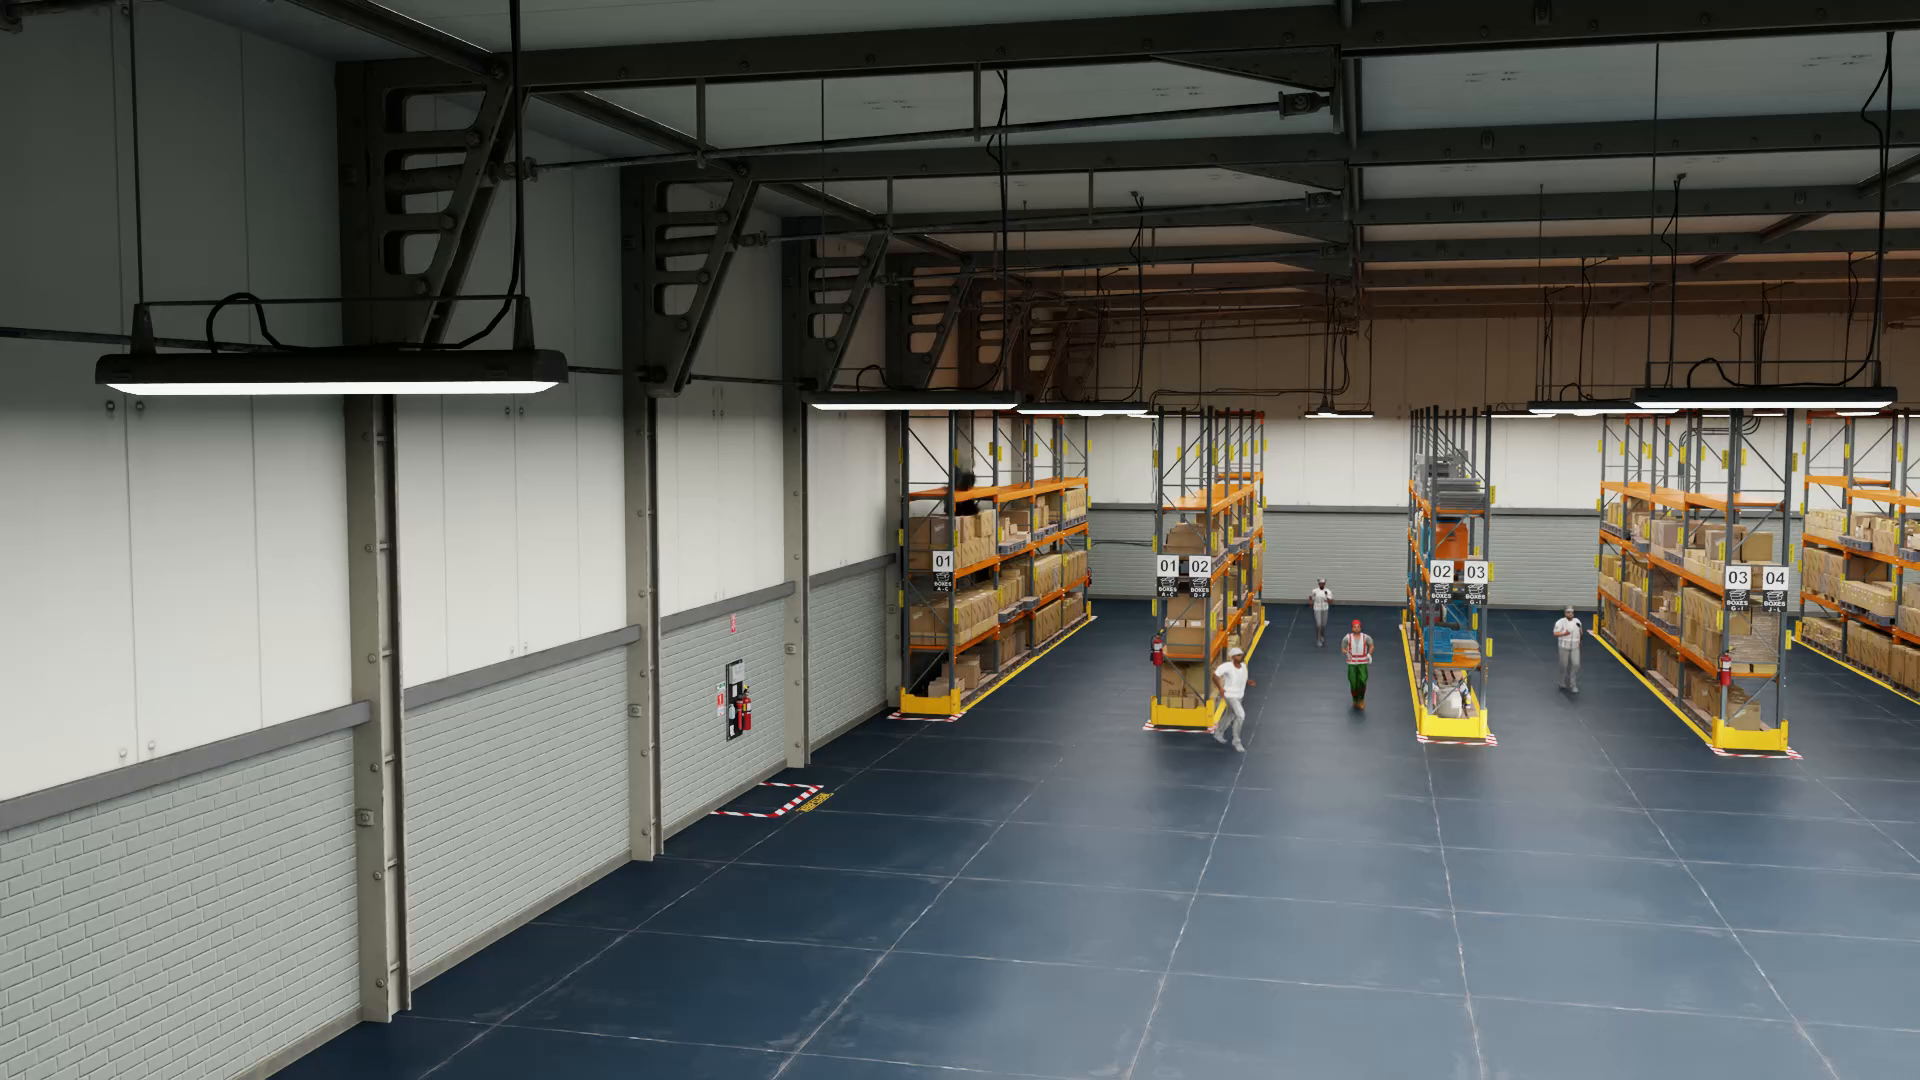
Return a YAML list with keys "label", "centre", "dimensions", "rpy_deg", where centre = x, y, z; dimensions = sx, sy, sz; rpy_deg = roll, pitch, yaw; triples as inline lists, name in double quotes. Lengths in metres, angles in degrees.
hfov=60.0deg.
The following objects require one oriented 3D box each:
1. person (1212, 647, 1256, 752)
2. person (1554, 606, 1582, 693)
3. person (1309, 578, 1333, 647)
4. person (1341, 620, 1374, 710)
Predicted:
- label: "person"
  centre: [4.770, 2.760, 29.070]
  dimensions: [0.663, 1.806, 0.824]
  rpy_deg: [-4, 6, -43]
- label: "person"
  centre: [12.926, 2.301, 35.312]
  dimensions: [0.645, 1.841, 0.768]
  rpy_deg: [0, 4, 7]
- label: "person"
  centre: [9.218, 1.826, 42.437]
  dimensions: [0.553, 1.744, 0.788]
  rpy_deg: [0, 4, 2]
- label: "person"
  centre: [7.871, 2.473, 32.945]
  dimensions: [0.628, 1.784, 0.692]
  rpy_deg: [1, 4, 14]
